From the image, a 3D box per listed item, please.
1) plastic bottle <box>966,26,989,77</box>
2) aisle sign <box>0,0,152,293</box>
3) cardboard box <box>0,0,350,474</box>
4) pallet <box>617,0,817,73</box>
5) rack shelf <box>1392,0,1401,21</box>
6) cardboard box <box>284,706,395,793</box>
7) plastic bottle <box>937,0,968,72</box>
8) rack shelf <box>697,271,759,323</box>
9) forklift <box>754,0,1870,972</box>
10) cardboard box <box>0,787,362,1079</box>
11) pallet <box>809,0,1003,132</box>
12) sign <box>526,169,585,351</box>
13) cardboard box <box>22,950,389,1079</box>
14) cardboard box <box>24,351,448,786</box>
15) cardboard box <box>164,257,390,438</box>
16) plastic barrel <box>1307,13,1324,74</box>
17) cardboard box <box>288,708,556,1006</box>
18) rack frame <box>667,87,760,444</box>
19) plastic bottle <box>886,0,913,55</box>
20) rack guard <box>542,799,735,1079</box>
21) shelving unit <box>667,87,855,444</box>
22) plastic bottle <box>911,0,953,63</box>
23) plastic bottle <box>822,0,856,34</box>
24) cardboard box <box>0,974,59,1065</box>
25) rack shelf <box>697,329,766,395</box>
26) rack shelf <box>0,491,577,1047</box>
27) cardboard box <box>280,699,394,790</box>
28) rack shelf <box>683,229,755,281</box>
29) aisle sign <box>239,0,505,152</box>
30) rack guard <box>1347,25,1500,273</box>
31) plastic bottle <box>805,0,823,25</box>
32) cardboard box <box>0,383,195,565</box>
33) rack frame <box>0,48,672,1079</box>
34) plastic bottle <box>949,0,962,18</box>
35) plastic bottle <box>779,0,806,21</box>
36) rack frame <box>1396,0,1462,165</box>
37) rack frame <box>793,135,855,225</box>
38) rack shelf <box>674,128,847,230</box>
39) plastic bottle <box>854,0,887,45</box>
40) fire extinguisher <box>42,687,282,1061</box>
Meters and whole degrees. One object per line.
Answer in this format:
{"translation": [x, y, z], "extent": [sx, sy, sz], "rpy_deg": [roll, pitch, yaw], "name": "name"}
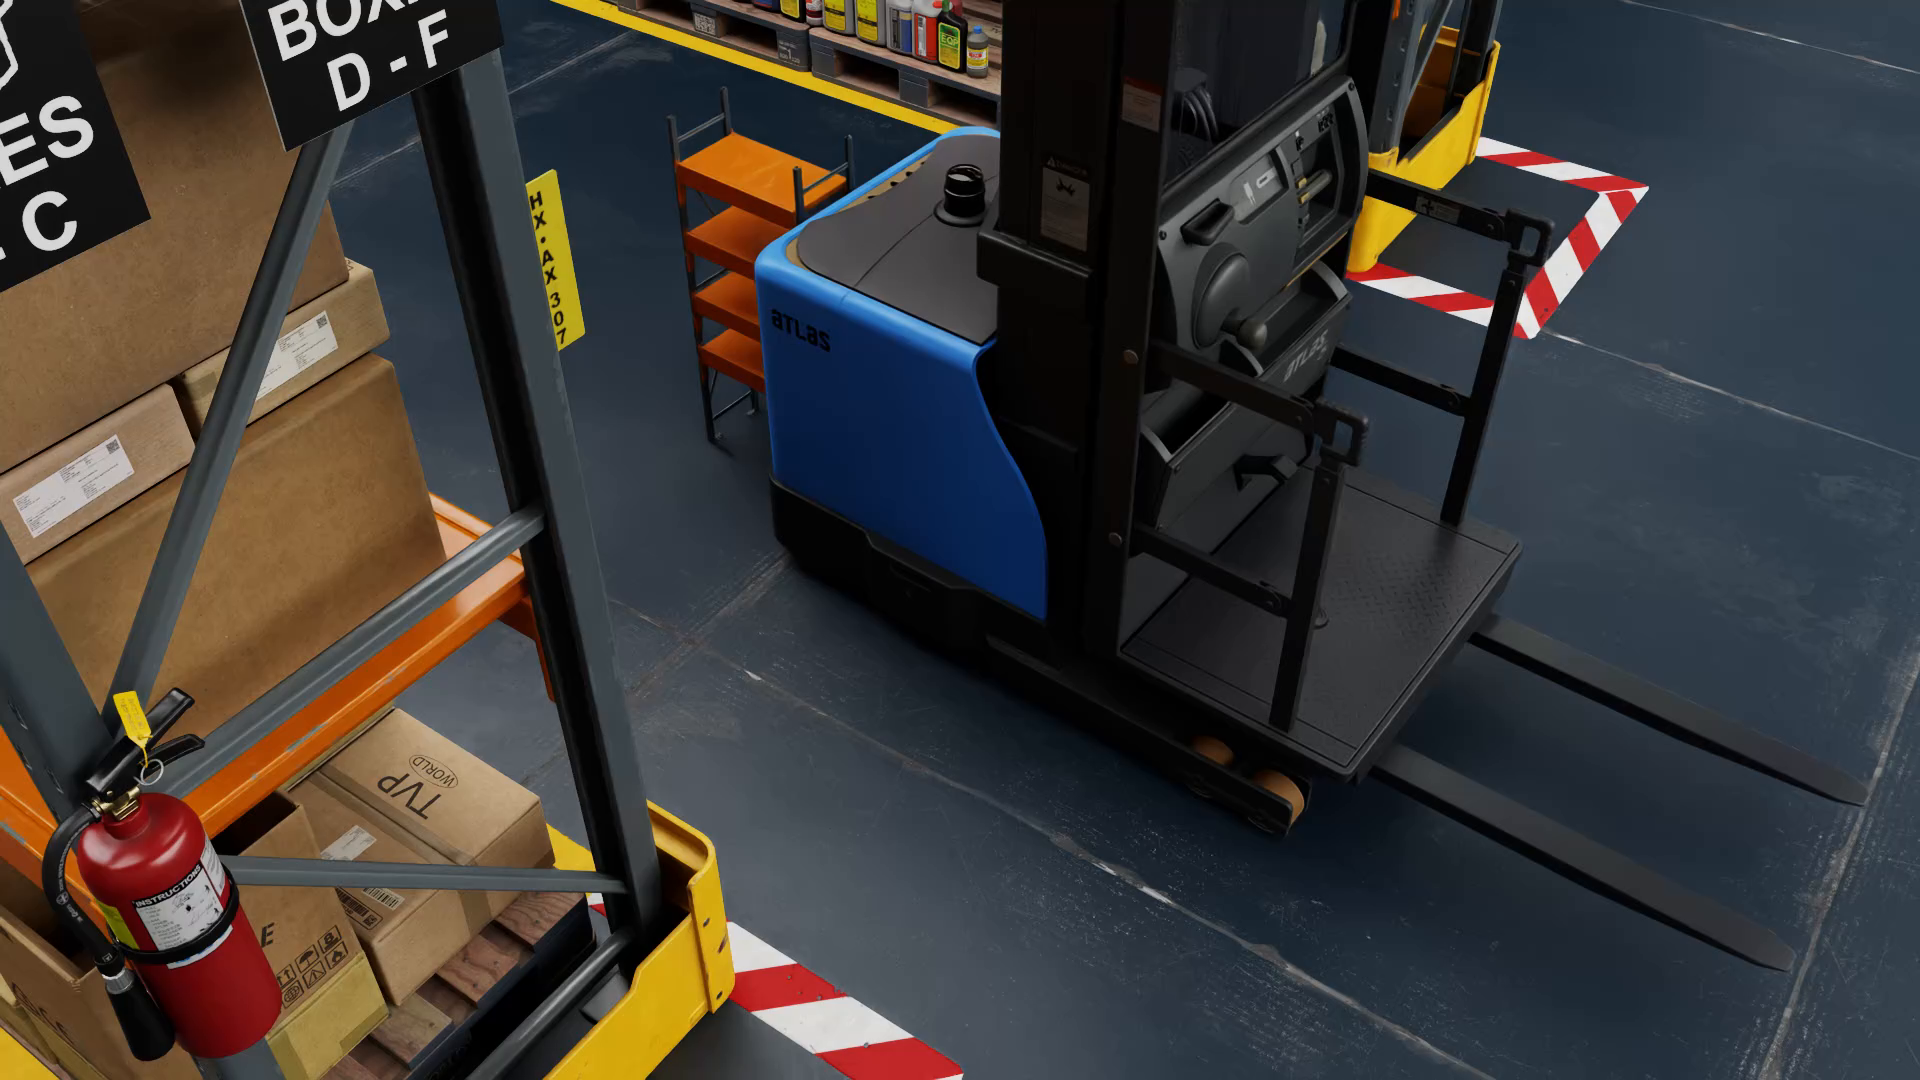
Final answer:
{"translation": [0.074, -2.096, 7.111], "extent": [0.097, 0.201, 0.097], "rpy_deg": [0, 42, 0], "name": "plastic bottle"}
{"translation": [-1.132, -0.591, 1.712], "extent": [0.004, 0.787, 0.394], "rpy_deg": [25, 48, 25], "name": "aisle sign"}
{"translation": [-1.436, -0.535, 2.550], "extent": [0.500, 0.500, 0.700], "rpy_deg": [25, 48, 25], "name": "cardboard box"}
{"translation": [-0.919, -2.723, 8.135], "extent": [1.213, 0.211, 1.003], "rpy_deg": [25, 48, 25], "name": "pallet"}
{"translation": [0.192, -3.008, 6.902], "extent": [4.000, 0.370, 1.077], "rpy_deg": [25, 48, 25], "name": "rack shelf"}
{"translation": [-1.740, 0.544, 4.139], "extent": [0.500, 0.250, 0.500], "rpy_deg": [25, 48, 25], "name": "cardboard box"}
{"translation": [-0.032, -2.161, 7.123], "extent": [0.133, 0.283, 0.061], "rpy_deg": [26, 48, 26], "name": "plastic bottle"}
{"translation": [-0.579, -0.719, 5.196], "extent": [0.457, 0.050, 0.221], "rpy_deg": [27, 48, 27], "name": "rack shelf"}
{"translation": [-0.163, -2.397, 5.155], "extent": [7.240, 3.703, 3.137], "rpy_deg": [27, 48, 27], "name": "forklift"}
{"translation": [-1.627, 0.738, 3.360], "extent": [0.500, 0.500, 0.500], "rpy_deg": [25, 48, 25], "name": "cardboard box"}
{"translation": [0.084, -2.256, 7.613], "extent": [1.213, 0.211, 1.003], "rpy_deg": [25, 48, 25], "name": "pallet"}
{"translation": [-0.694, -0.461, 2.807], "extent": [0.005, 0.325, 0.100], "rpy_deg": [25, 48, 25], "name": "sign"}
{"translation": [-1.626, 1.016, 3.612], "extent": [0.500, 0.250, 0.500], "rpy_deg": [25, 48, 25], "name": "cardboard box"}
{"translation": [-1.392, -0.031, 2.960], "extent": [0.500, 0.500, 0.700], "rpy_deg": [25, 48, 25], "name": "cardboard box"}
{"translation": [-1.215, -0.355, 2.835], "extent": [0.250, 0.149, 0.380], "rpy_deg": [25, 47, 25], "name": "cardboard box"}
{"translation": [1.247, -1.950, 6.731], "extent": [0.421, 0.512, 0.421], "rpy_deg": [0, 42, 0], "name": "plastic barrel"}
{"translation": [-1.329, 0.734, 3.928], "extent": [0.500, 0.250, 0.500], "rpy_deg": [25, 48, 25], "name": "cardboard box"}
{"translation": [-0.772, -0.839, 5.288], "extent": [0.015, 1.200, 0.240], "rpy_deg": [27, 48, 27], "name": "rack frame"}
{"translation": [-0.230, -2.288, 7.270], "extent": [0.135, 0.276, 0.152], "rpy_deg": [24, 47, 24], "name": "plastic bottle"}
{"translation": [-0.998, 1.133, 3.609], "extent": [0.348, 0.500, 1.175], "rpy_deg": [25, 48, 25], "name": "rack guard"}
{"translation": [-0.579, -0.740, 5.177], "extent": [0.503, 1.200, 0.258], "rpy_deg": [27, 48, 27], "name": "shelving unit"}
{"translation": [-0.116, -2.235, 7.211], "extent": [0.135, 0.276, 0.152], "rpy_deg": [25, 48, 26], "name": "plastic bottle"}
{"translation": [-0.520, -2.448, 7.393], "extent": [0.185, 0.351, 0.144], "rpy_deg": [25, 47, 25], "name": "plastic bottle"}
{"translation": [-2.042, 0.831, 3.818], "extent": [0.500, 0.250, 0.500], "rpy_deg": [25, 48, 25], "name": "cardboard box"}
{"translation": [-0.579, -0.542, 5.355], "extent": [0.480, 0.148, 0.258], "rpy_deg": [27, 48, 27], "name": "rack shelf"}
{"translation": [-2.655, -0.306, 3.881], "extent": [4.000, 0.370, 1.077], "rpy_deg": [25, 48, 25], "name": "rack shelf"}
{"translation": [-1.739, 0.264, 3.891], "extent": [0.500, 0.500, 0.500], "rpy_deg": [25, 48, 25], "name": "cardboard box"}
{"translation": [-0.579, -0.857, 5.073], "extent": [0.480, 0.148, 0.258], "rpy_deg": [27, 48, 27], "name": "rack shelf"}
{"translation": [-0.788, -0.919, 2.078], "extent": [0.004, 0.787, 0.394], "rpy_deg": [25, 48, 25], "name": "aisle sign"}
{"translation": [1.741, -1.583, 6.644], "extent": [0.348, 0.500, 1.175], "rpy_deg": [25, 48, 25], "name": "rack guard"}
{"translation": [-0.650, -2.434, 7.490], "extent": [0.097, 0.201, 0.097], "rpy_deg": [0, 42, 0], "name": "plastic bottle"}
{"translation": [-1.440, -0.129, 2.583], "extent": [0.250, 0.149, 0.380], "rpy_deg": [24, 47, 25], "name": "cardboard box"}
{"translation": [-1.017, 0.192, 2.786], "extent": [0.127, 3.000, 1.000], "rpy_deg": [25, 48, 25], "name": "rack frame"}
{"translation": [-0.056, -2.296, 7.274], "extent": [0.133, 0.283, 0.061], "rpy_deg": [25, 48, 25], "name": "plastic bottle"}
{"translation": [-0.757, -2.500, 7.502], "extent": [0.133, 0.283, 0.061], "rpy_deg": [27, 48, 27], "name": "plastic bottle"}
{"translation": [1.832, -2.512, 5.808], "extent": [0.053, 2.616, 0.949], "rpy_deg": [25, 48, 25], "name": "rack frame"}
{"translation": [-0.385, -0.641, 5.067], "extent": [0.015, 1.200, 0.240], "rpy_deg": [27, 48, 27], "name": "rack frame"}
{"translation": [-0.579, -1.033, 4.915], "extent": [0.480, 0.148, 0.258], "rpy_deg": [27, 48, 27], "name": "rack shelf"}
{"translation": [-0.368, -2.377, 7.314], "extent": [0.185, 0.351, 0.144], "rpy_deg": [27, 48, 27], "name": "plastic bottle"}
{"translation": [-1.187, 0.520, 2.478], "extent": [0.183, 0.674, 0.296], "rpy_deg": [25, 48, 25], "name": "fire extinguisher"}
